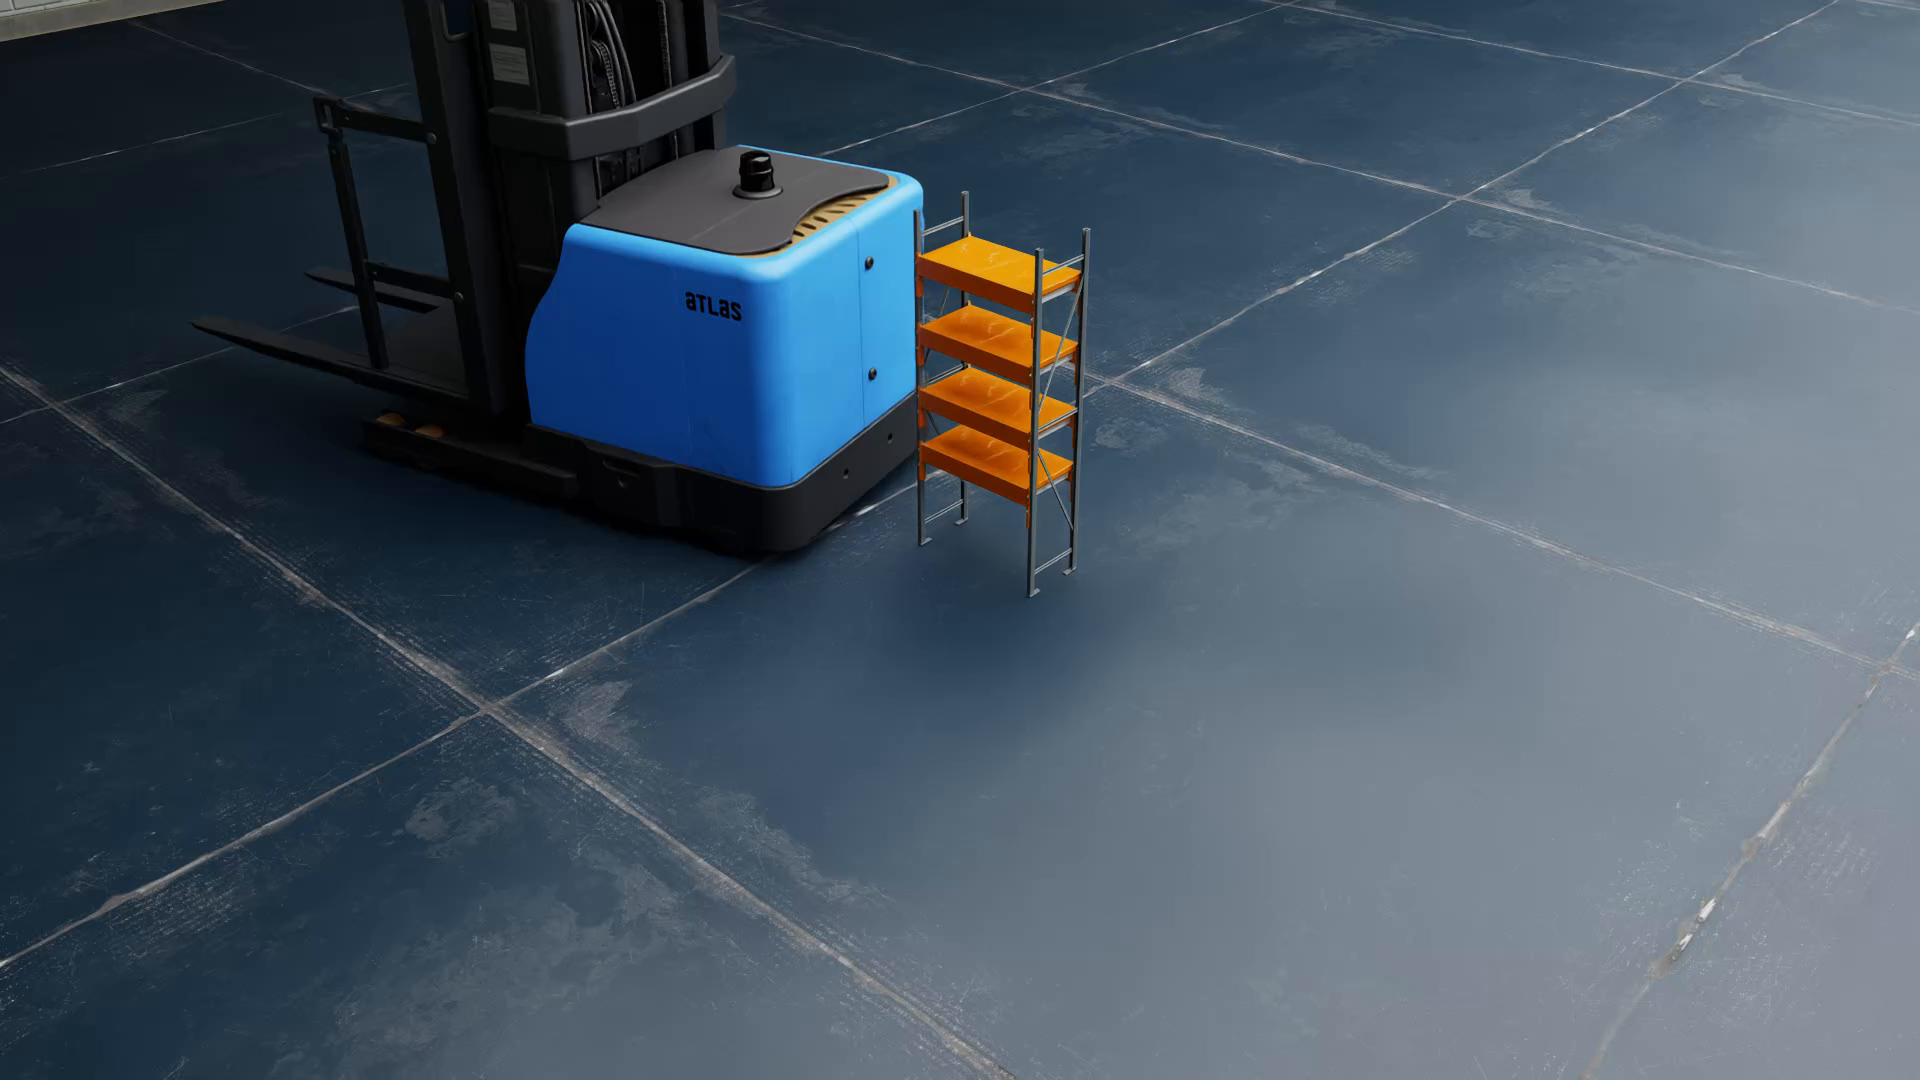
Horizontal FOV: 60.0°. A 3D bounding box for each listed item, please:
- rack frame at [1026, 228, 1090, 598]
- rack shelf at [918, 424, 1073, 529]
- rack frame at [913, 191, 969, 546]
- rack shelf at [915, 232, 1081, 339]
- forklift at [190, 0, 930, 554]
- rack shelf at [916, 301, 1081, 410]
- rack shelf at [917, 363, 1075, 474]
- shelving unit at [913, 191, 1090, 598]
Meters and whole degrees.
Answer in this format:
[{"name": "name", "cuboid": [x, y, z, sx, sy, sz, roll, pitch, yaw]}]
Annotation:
[{"name": "rack frame", "cuboid": [0.304, -0.372, 5.205, 0.015, 1.200, 0.240, 25, 39, 35]}, {"name": "rack shelf", "cuboid": [0.123, -0.229, 5.482, 0.480, 0.148, 0.258, 25, 39, 35]}, {"name": "rack frame", "cuboid": [-0.058, -0.541, 5.486, 0.015, 1.200, 0.240, 25, 39, 35]}, {"name": "rack shelf", "cuboid": [0.123, -0.793, 5.143, 0.480, 0.148, 0.258, 25, 39, 35]}, {"name": "forklift", "cuboid": [-1.658, -1.740, 5.799, 3.031, 2.935, 1.130, 15, 34, 24]}, {"name": "rack shelf", "cuboid": [0.123, -0.591, 5.265, 0.480, 0.148, 0.258, 25, 39, 35]}, {"name": "rack shelf", "cuboid": [0.123, -0.399, 5.380, 0.480, 0.148, 0.258, 25, 39, 35]}, {"name": "shelving unit", "cuboid": [0.123, -0.457, 5.345, 0.503, 1.200, 0.258, 25, 39, 35]}]
